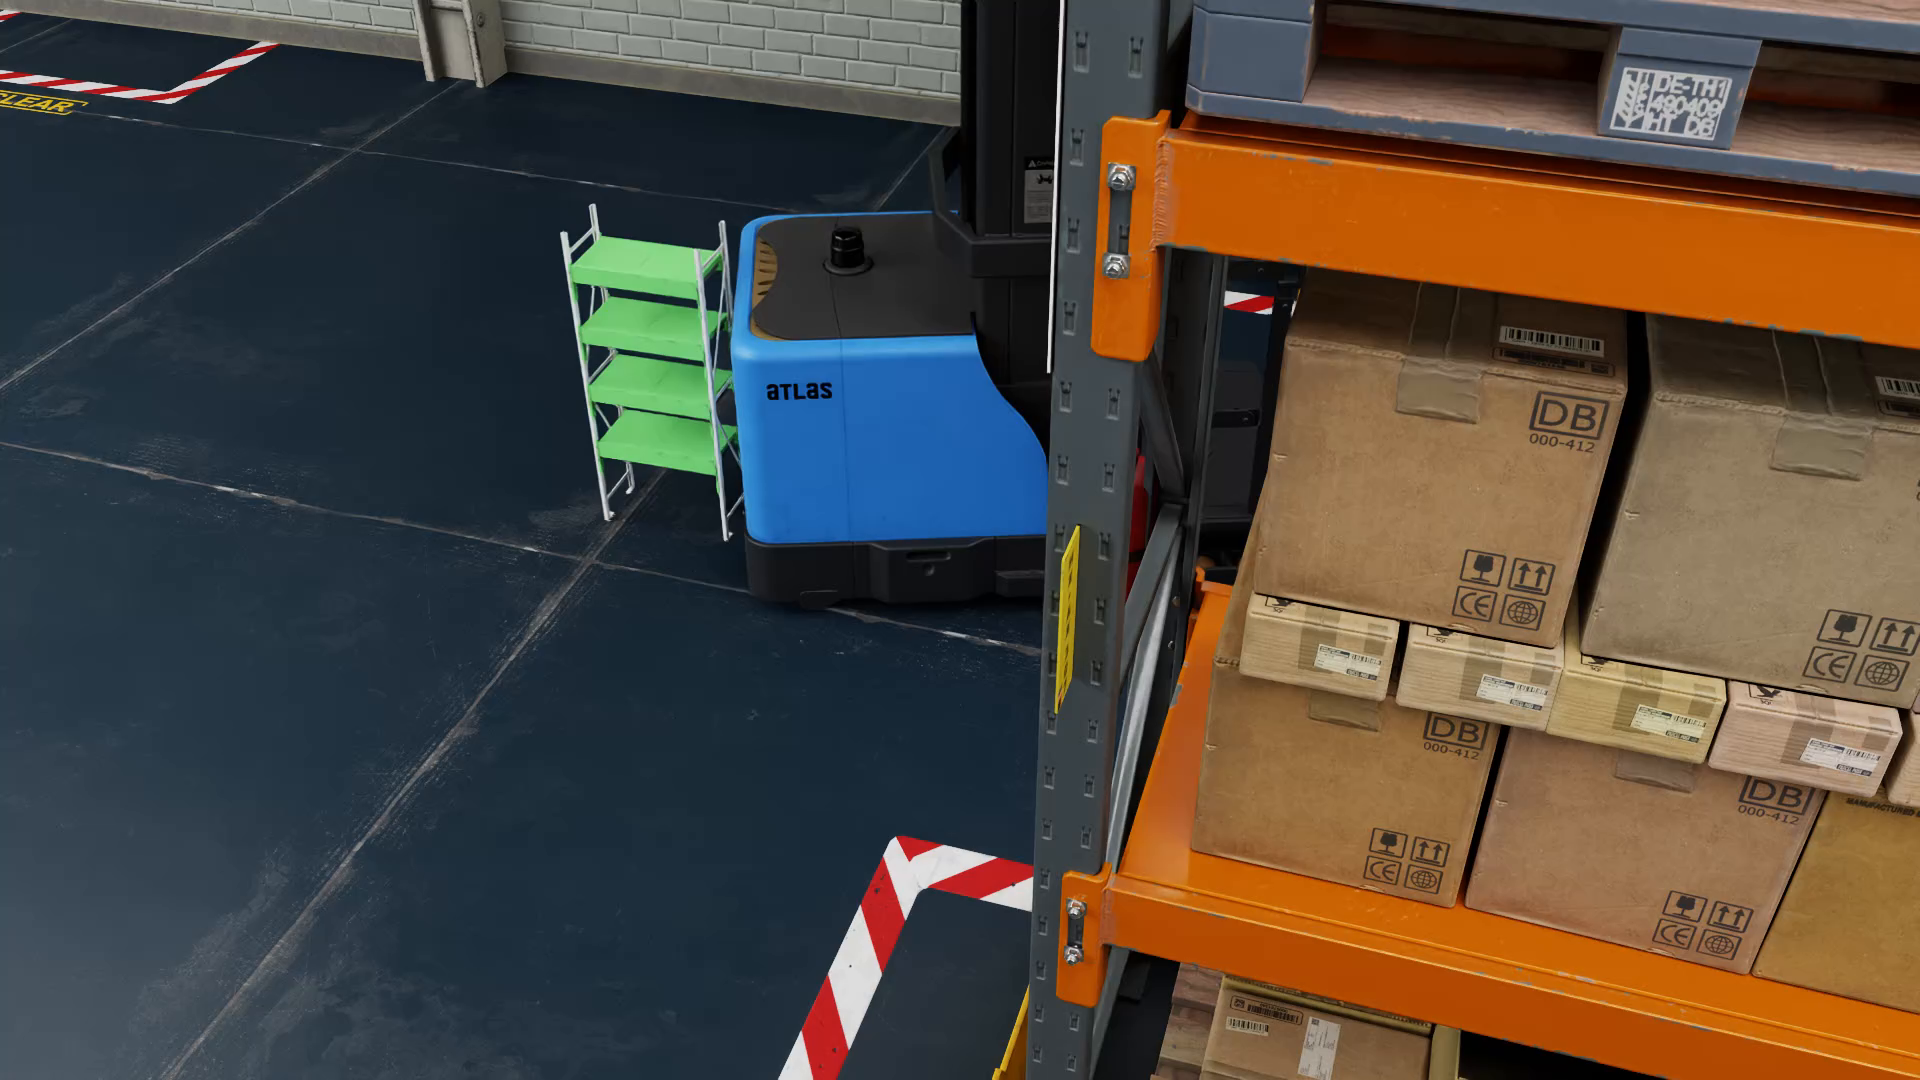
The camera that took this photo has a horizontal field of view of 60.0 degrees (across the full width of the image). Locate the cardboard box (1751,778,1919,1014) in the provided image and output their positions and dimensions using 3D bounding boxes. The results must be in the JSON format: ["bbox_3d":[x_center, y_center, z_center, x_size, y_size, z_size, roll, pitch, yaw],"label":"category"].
[{"bbox_3d":[1.764,0.433,3.047,0.500,0.500,0.700,11,38,14],"label":"cardboard box"}]

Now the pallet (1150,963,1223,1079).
[{"bbox_3d":[1.090,1.437,4.120,1.213,0.211,1.003,10,38,14],"label":"pallet"}]

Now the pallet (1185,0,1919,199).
[{"bbox_3d":[1.015,-0.831,2.392,1.213,0.211,1.003,10,38,14],"label":"pallet"}]

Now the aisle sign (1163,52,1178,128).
[{"bbox_3d":[0.372,-1.023,2.916,0.004,0.787,0.394,10,38,14],"label":"aisle sign"}]

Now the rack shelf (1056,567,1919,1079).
[{"bbox_3d":[2.257,0.845,3.178,4.000,0.370,1.077,10,38,14],"label":"rack shelf"}]

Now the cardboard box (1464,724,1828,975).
[{"bbox_3d":[1.292,0.342,3.171,0.500,0.500,0.700,11,38,15],"label":"cardboard box"}]

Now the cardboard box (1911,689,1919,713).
[{"bbox_3d":[1.825,-0.083,2.653,0.500,0.500,0.700,11,38,14],"label":"cardboard box"}]

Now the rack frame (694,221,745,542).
[{"bbox_3d":[-0.847,-0.546,5.979,0.015,1.200,0.240,10,37,13],"label":"rack frame"}]

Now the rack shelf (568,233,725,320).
[{"bbox_3d":[-1.081,-0.920,5.786,0.480,0.148,0.258,10,37,13],"label":"rack shelf"}]

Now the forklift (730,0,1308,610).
[{"bbox_3d":[0.733,-1.271,5.504,3.031,2.935,1.130,-2,36,-3],"label":"forklift"}]

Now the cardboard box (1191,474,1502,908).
[{"bbox_3d":[0.789,0.252,3.293,0.500,0.500,0.700,11,38,14],"label":"cardboard box"}]

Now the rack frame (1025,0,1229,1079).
[{"bbox_3d":[0.348,0.202,3.445,0.127,3.000,1.000,10,38,14],"label":"rack frame"}]

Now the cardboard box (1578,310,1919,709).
[{"bbox_3d":[1.344,-0.172,2.774,0.500,0.500,0.700,10,37,13],"label":"cardboard box"}]

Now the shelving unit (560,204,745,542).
[{"bbox_3d":[-1.081,-0.585,6.033,0.503,1.200,0.258,10,37,13],"label":"shelving unit"}]

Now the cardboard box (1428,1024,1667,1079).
[{"bbox_3d":[1.271,1.146,3.495,0.500,0.500,0.500,10,38,14],"label":"cardboard box"}]

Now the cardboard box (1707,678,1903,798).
[{"bbox_3d":[1.389,0.228,2.778,0.250,0.149,0.380,10,38,13],"label":"cardboard box"}]

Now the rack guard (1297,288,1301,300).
[{"bbox_3d":[1.894,-1.581,7.976,0.348,0.500,1.175,10,38,14],"label":"rack guard"}]

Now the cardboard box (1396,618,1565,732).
[{"bbox_3d":[0.911,0.137,2.902,0.250,0.149,0.380,10,37,13],"label":"cardboard box"}]

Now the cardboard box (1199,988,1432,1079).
[{"bbox_3d":[0.793,1.361,3.836,0.500,0.250,0.500,10,38,14],"label":"cardboard box"}]

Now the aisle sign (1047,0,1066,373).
[{"bbox_3d":[0.194,-0.683,2.454,0.004,0.787,0.394,10,38,14],"label":"aisle sign"}]

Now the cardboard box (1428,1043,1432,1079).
[{"bbox_3d":[1.272,1.447,3.718,0.500,0.250,0.500,10,38,14],"label":"cardboard box"}]

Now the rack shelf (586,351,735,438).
[{"bbox_3d":[-1.081,-0.534,6.071,0.480,0.148,0.258,10,37,13],"label":"rack shelf"}]

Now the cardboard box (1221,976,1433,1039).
[{"bbox_3d":[0.948,1.068,4.234,0.500,0.250,0.500,10,38,14],"label":"cardboard box"}]

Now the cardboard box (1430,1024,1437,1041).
[{"bbox_3d":[1.428,1.150,4.123,0.500,0.250,0.500,10,38,14],"label":"cardboard box"}]

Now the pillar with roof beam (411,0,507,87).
[{"bbox_3d":[-4.263,-4.008,4.104,0.400,9.000,9.100,10,38,14],"label":"pillar with roof beam"}]

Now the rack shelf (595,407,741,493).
[{"bbox_3d":[-1.081,-0.340,6.213,0.480,0.148,0.258,10,37,13],"label":"rack shelf"}]

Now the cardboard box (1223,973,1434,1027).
[{"bbox_3d":[0.948,0.765,4.013,0.500,0.500,0.500,10,38,14],"label":"cardboard box"}]

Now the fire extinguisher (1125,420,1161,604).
[{"bbox_3d":[0.373,-0.050,3.853,0.183,0.674,0.296,10,38,14],"label":"fire extinguisher"}]

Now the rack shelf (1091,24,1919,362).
[{"bbox_3d":[2.257,-0.363,2.289,4.000,0.370,1.077,10,38,14],"label":"rack shelf"}]

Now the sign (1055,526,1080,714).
[{"bbox_3d":[0.176,0.135,2.739,0.005,0.325,0.100,10,38,14],"label":"sign"}]

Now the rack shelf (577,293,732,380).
[{"bbox_3d":[-1.081,-0.727,5.929,0.480,0.148,0.258,10,37,13],"label":"rack shelf"}]

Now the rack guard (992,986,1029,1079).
[{"bbox_3d":[0.325,1.205,4.191,0.348,0.500,1.175,10,38,14],"label":"rack guard"}]

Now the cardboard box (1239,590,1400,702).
[{"bbox_3d":[0.658,0.092,2.963,0.250,0.149,0.380,10,38,14],"label":"cardboard box"}]

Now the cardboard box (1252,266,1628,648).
[{"bbox_3d":[0.840,-0.261,2.896,0.500,0.500,0.700,11,38,14],"label":"cardboard box"}]

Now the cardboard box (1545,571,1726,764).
[{"bbox_3d":[1.148,0.182,2.841,0.250,0.149,0.380,11,38,14],"label":"cardboard box"}]

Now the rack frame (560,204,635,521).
[{"bbox_3d":[-1.316,-0.625,6.087,0.015,1.200,0.240,10,37,13],"label":"rack frame"}]

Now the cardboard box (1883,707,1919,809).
[{"bbox_3d":[1.644,0.273,2.716,0.250,0.149,0.380,9,37,12],"label":"cardboard box"}]
